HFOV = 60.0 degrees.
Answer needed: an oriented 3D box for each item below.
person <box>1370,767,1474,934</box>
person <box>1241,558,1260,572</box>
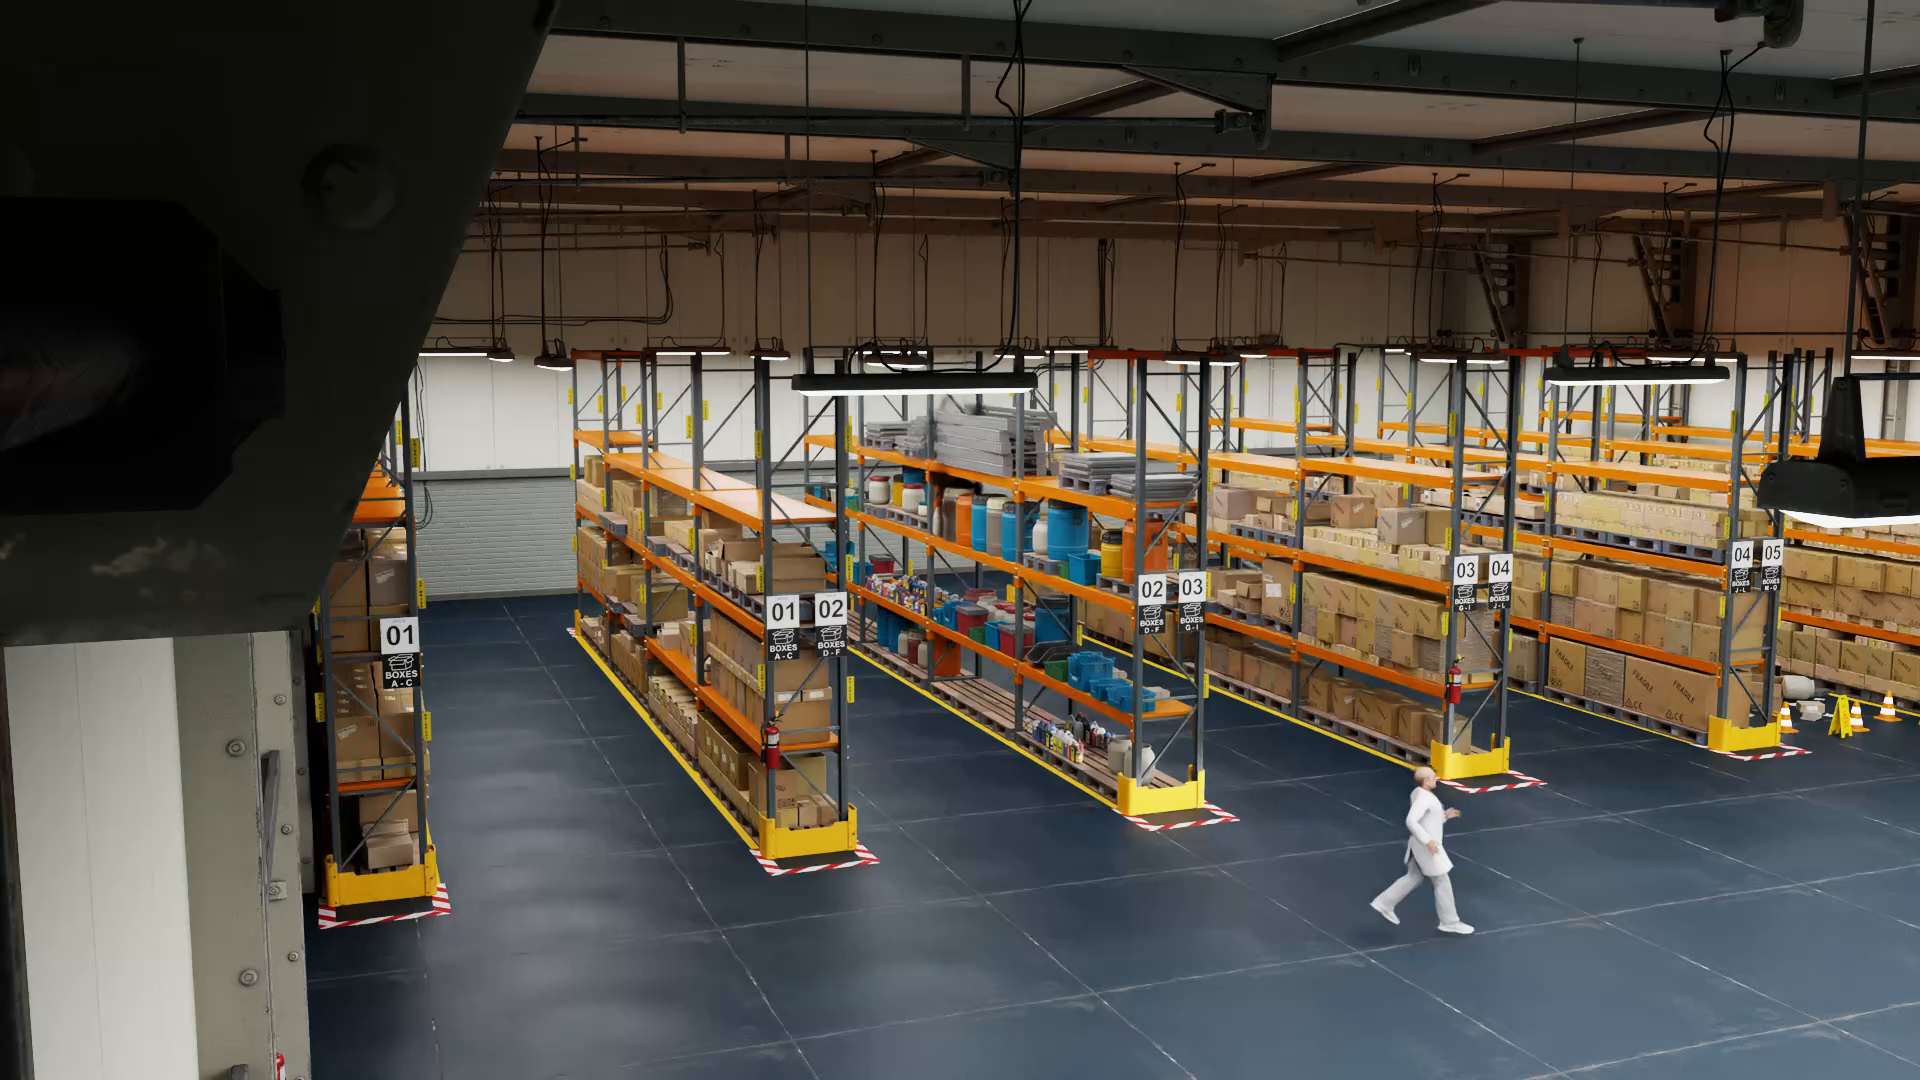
[{"bbox_3d":[4.892,3.251,17.505,1.063,1.765,0.703,0,7,0],"label":"person"},{"bbox_3d":[7.263,0.257,42.295,0.937,1.669,0.580,-3,8,-19],"label":"person"}]
